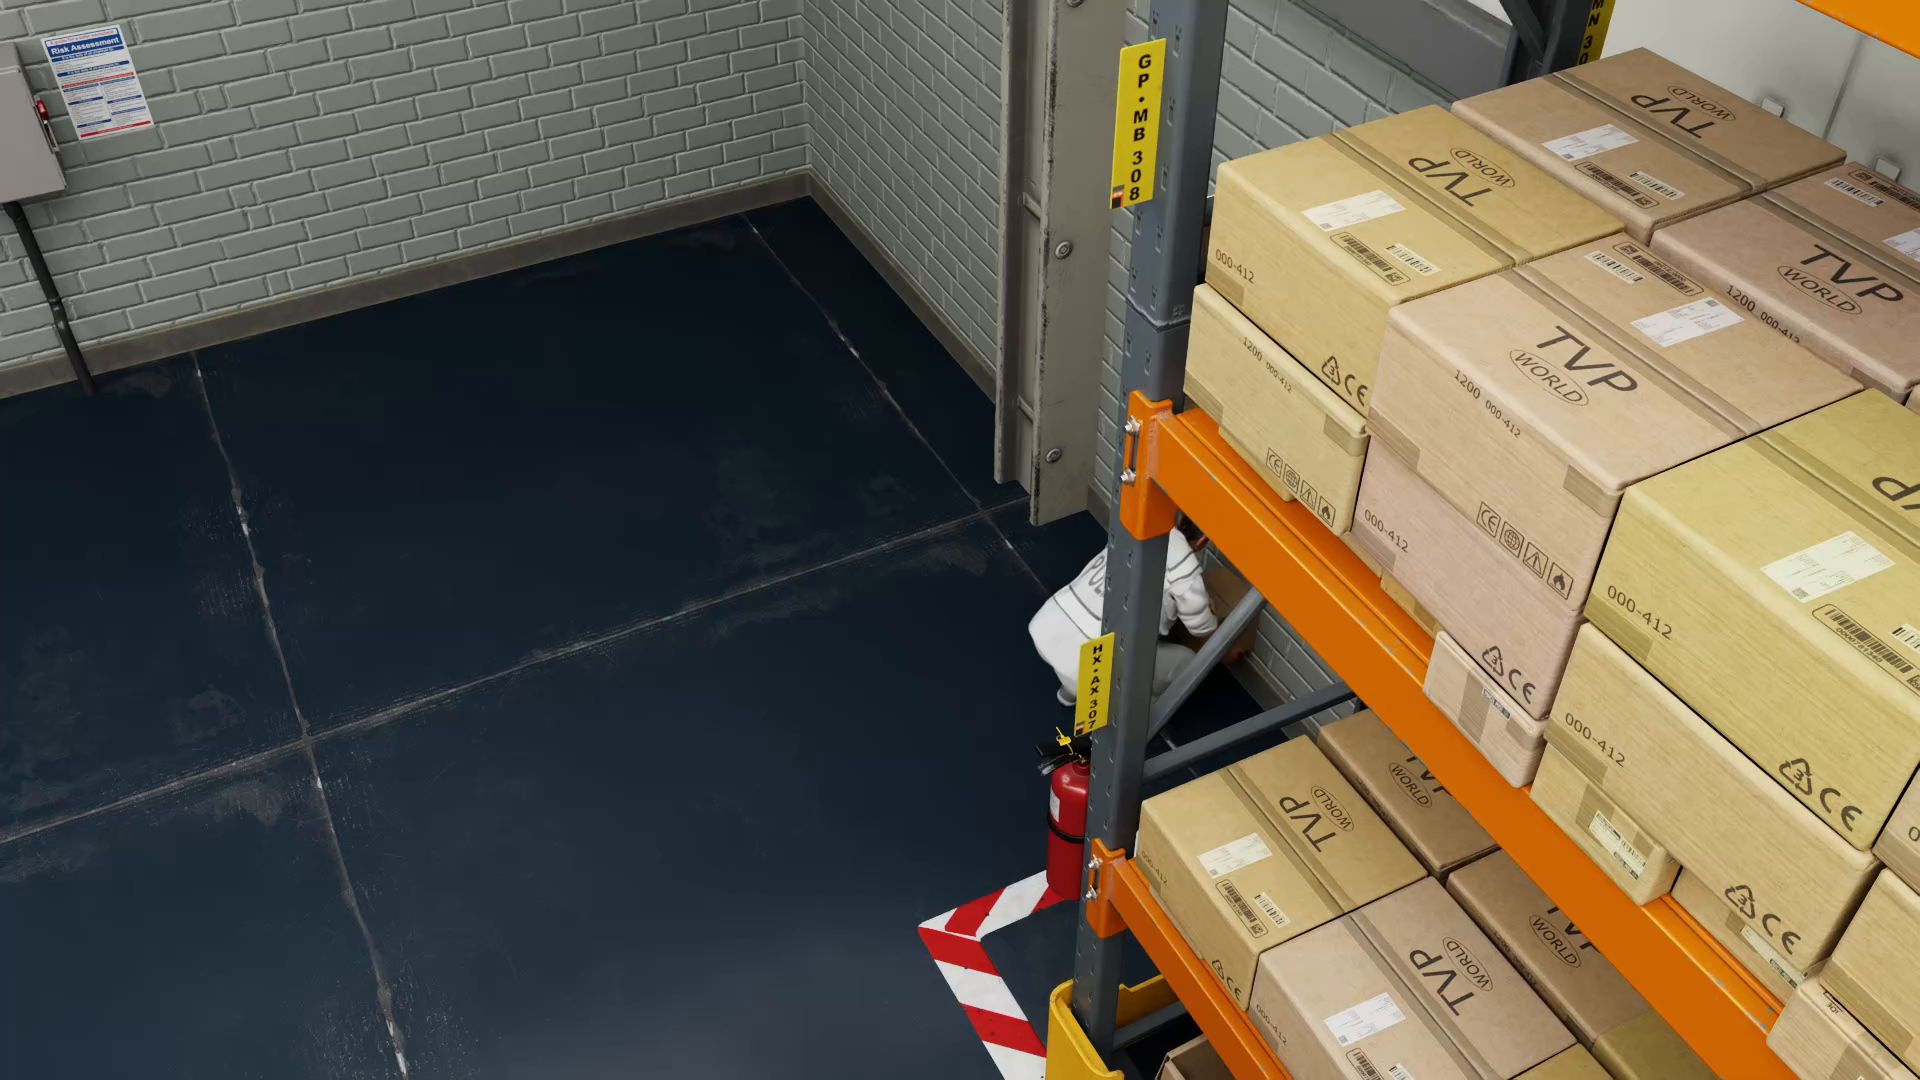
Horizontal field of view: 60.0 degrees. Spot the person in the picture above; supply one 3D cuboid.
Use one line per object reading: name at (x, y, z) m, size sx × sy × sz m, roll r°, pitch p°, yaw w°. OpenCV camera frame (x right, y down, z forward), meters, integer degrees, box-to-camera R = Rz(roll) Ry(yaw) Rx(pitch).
person at (0.681, 0.306, 6.370) m, size 0.857 × 0.935 × 0.525 m, roll -19°, pitch 45°, yaw -20°
